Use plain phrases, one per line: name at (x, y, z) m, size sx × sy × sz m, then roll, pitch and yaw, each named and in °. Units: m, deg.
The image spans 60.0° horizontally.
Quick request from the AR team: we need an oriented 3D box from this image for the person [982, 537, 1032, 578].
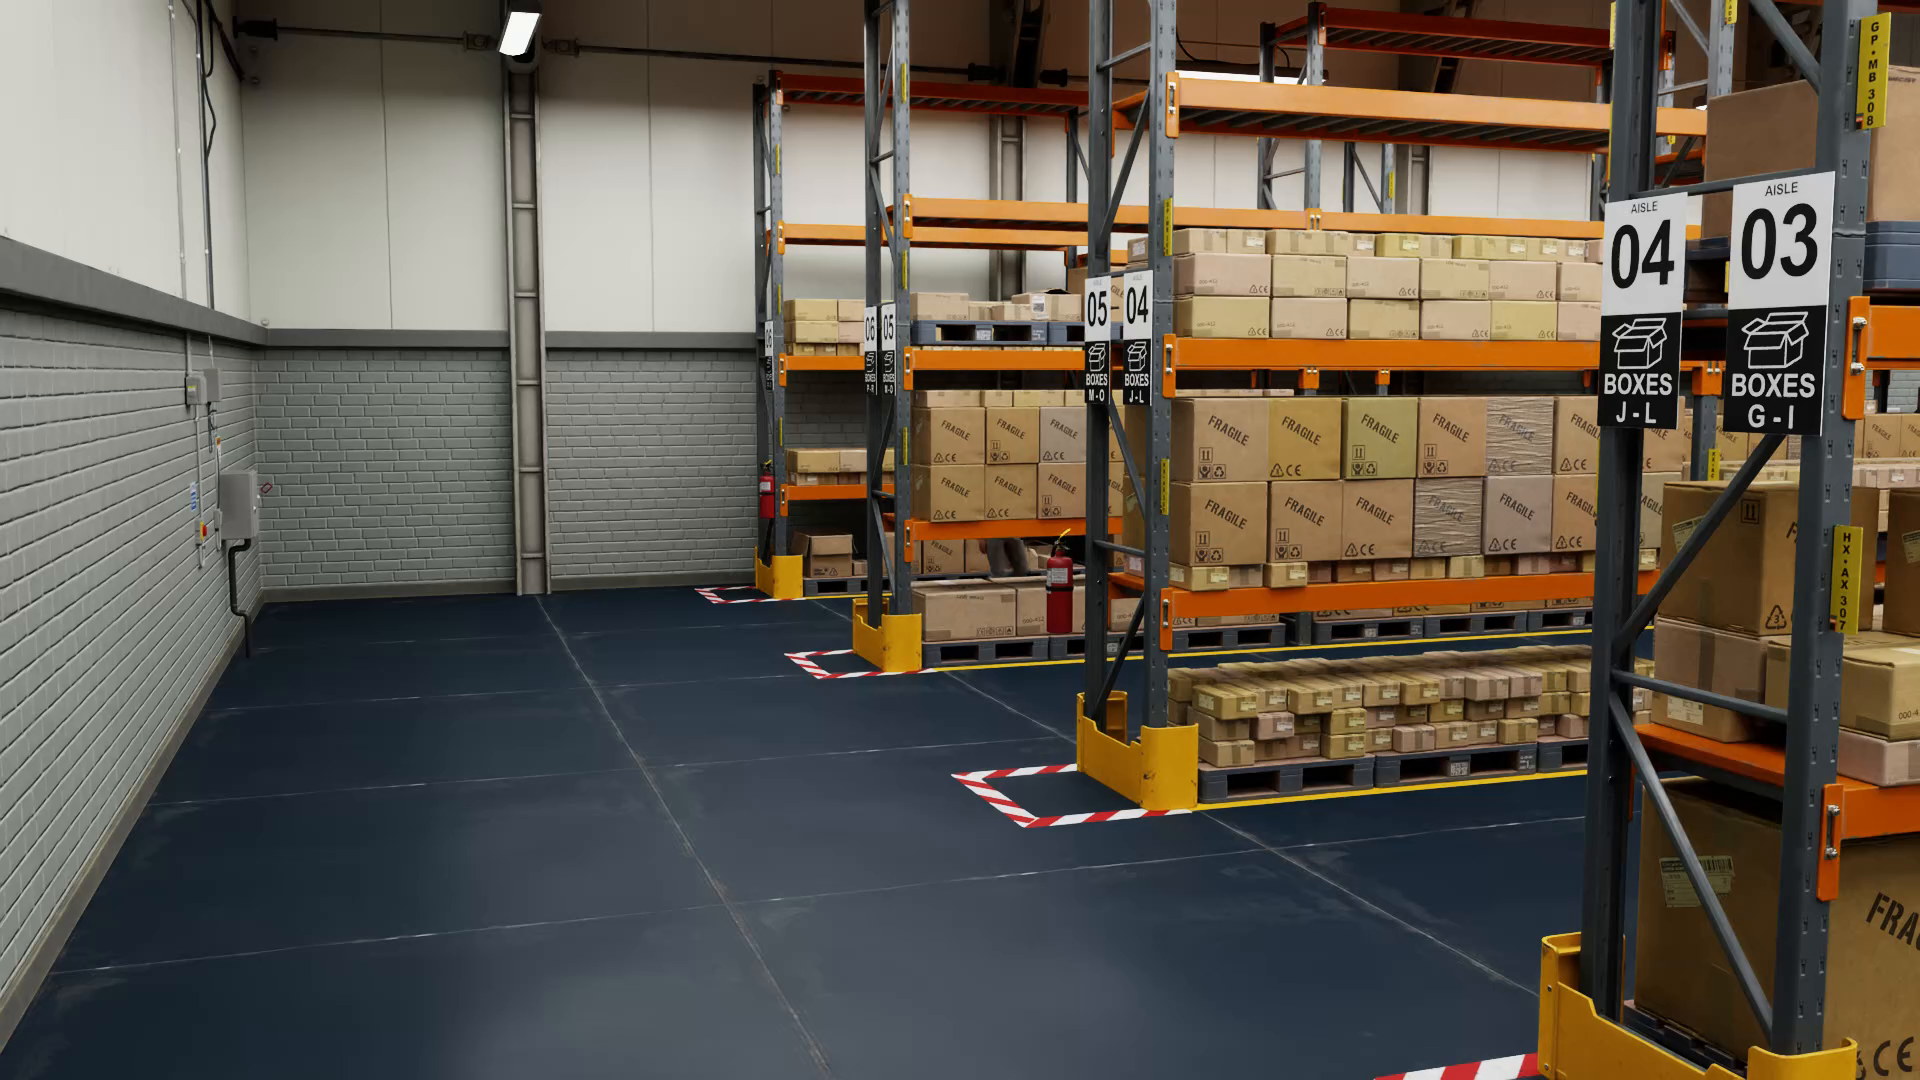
person at (0.478, -0.046, 17.455) m, size 0.564 × 1.769 × 0.521 m, roll -3°, pitch 7°, yaw -30°
